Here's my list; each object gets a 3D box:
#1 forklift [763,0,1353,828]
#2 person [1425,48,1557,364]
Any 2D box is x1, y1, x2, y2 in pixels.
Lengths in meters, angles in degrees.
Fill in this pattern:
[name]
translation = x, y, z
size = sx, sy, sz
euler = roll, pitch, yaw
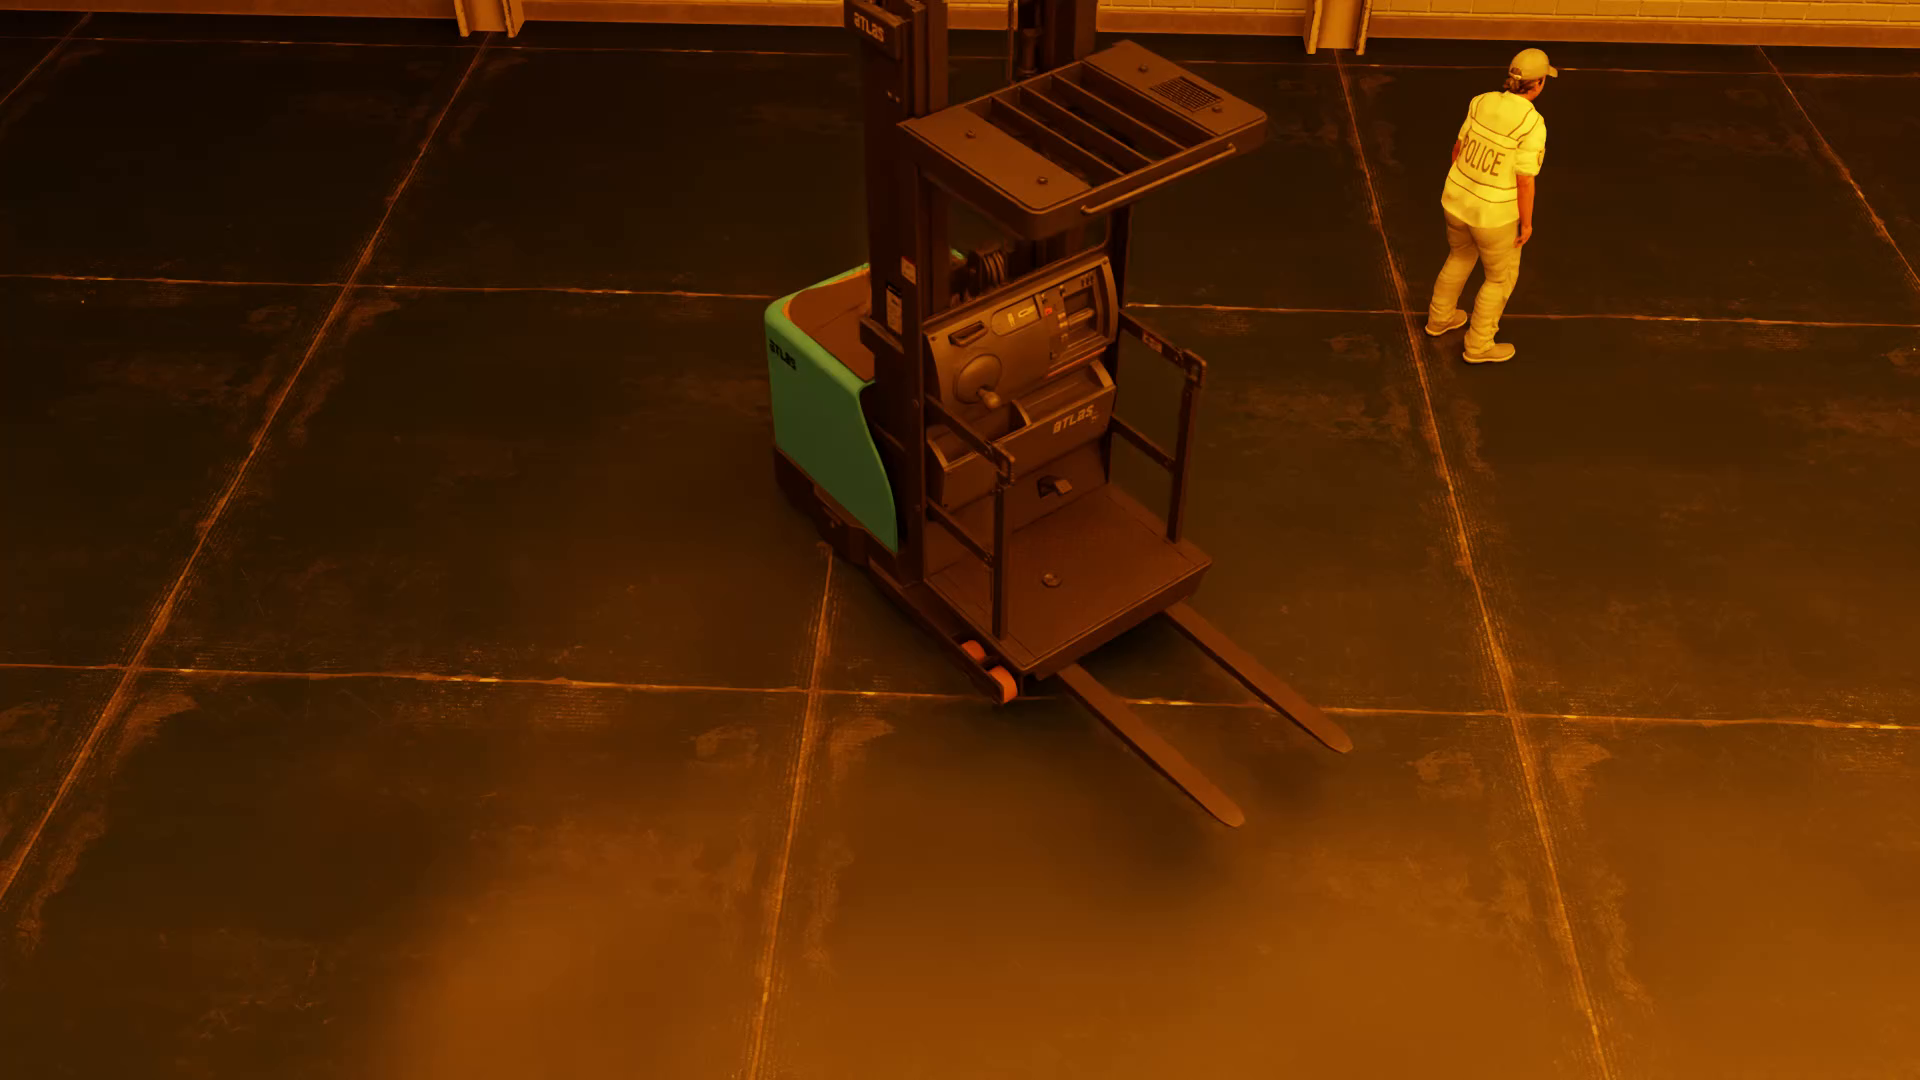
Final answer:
[forklift]
translation = 0.393, -0.758, 6.573
size = 1.130, 2.935, 3.031
euler = -27, 49, -27
[person]
translation = 2.746, -1.711, 8.558
size = 0.468, 1.665, 0.553
euler = -23, 47, -23
